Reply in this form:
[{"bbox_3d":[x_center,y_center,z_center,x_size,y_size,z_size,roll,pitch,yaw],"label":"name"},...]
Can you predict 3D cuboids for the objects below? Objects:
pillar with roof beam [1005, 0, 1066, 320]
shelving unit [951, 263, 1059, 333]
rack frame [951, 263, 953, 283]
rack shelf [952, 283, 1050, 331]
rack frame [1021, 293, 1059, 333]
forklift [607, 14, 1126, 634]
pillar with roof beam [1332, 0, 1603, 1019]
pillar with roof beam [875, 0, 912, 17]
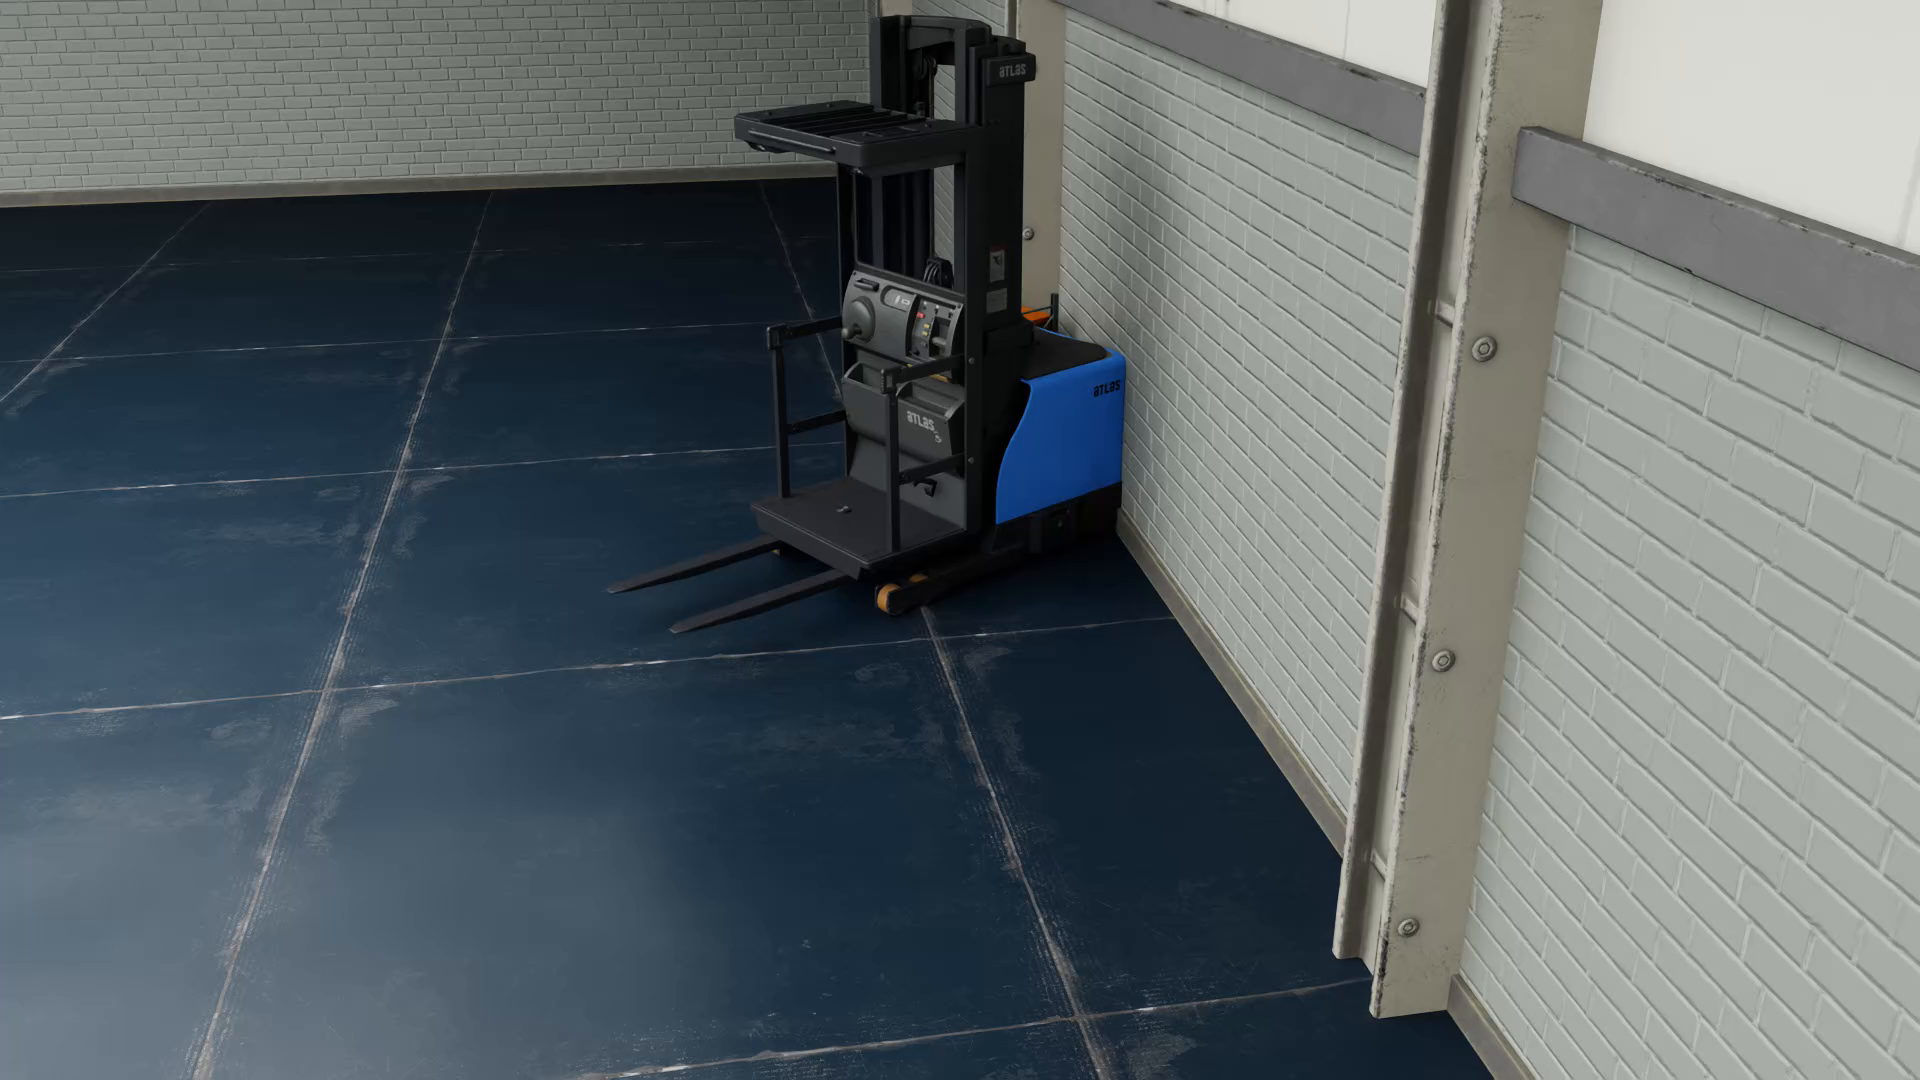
[{"bbox_3d":[-3.759,-4.563,8.954,9.100,9.000,0.400,-4,24,-10],"label":"pillar with roof beam"},{"bbox_3d":[0.091,-1.132,10.936,0.538,1.125,1.048,-19,30,-37],"label":"shelving unit"},{"bbox_3d":[-0.243,-1.285,11.287,0.500,1.125,0.032,-19,30,-37],"label":"rack frame"},{"bbox_3d":[0.091,-1.400,10.819,0.538,0.278,1.000,-19,30,-37],"label":"rack shelf"},{"bbox_3d":[0.425,-0.979,10.585,0.500,1.125,0.032,-19,30,-37],"label":"rack frame"},{"bbox_3d":[-0.470,-1.180,8.790,3.031,2.935,1.130,-19,30,-37],"label":"forklift"},{"bbox_3d":[-2.649,-2.203,3.551,9.100,9.000,0.400,-4,24,-10],"label":"pillar with roof beam"},{"bbox_3d":[-4.868,-6.923,14.358,9.100,9.000,0.400,-4,24,-10],"label":"pillar with roof beam"}]
